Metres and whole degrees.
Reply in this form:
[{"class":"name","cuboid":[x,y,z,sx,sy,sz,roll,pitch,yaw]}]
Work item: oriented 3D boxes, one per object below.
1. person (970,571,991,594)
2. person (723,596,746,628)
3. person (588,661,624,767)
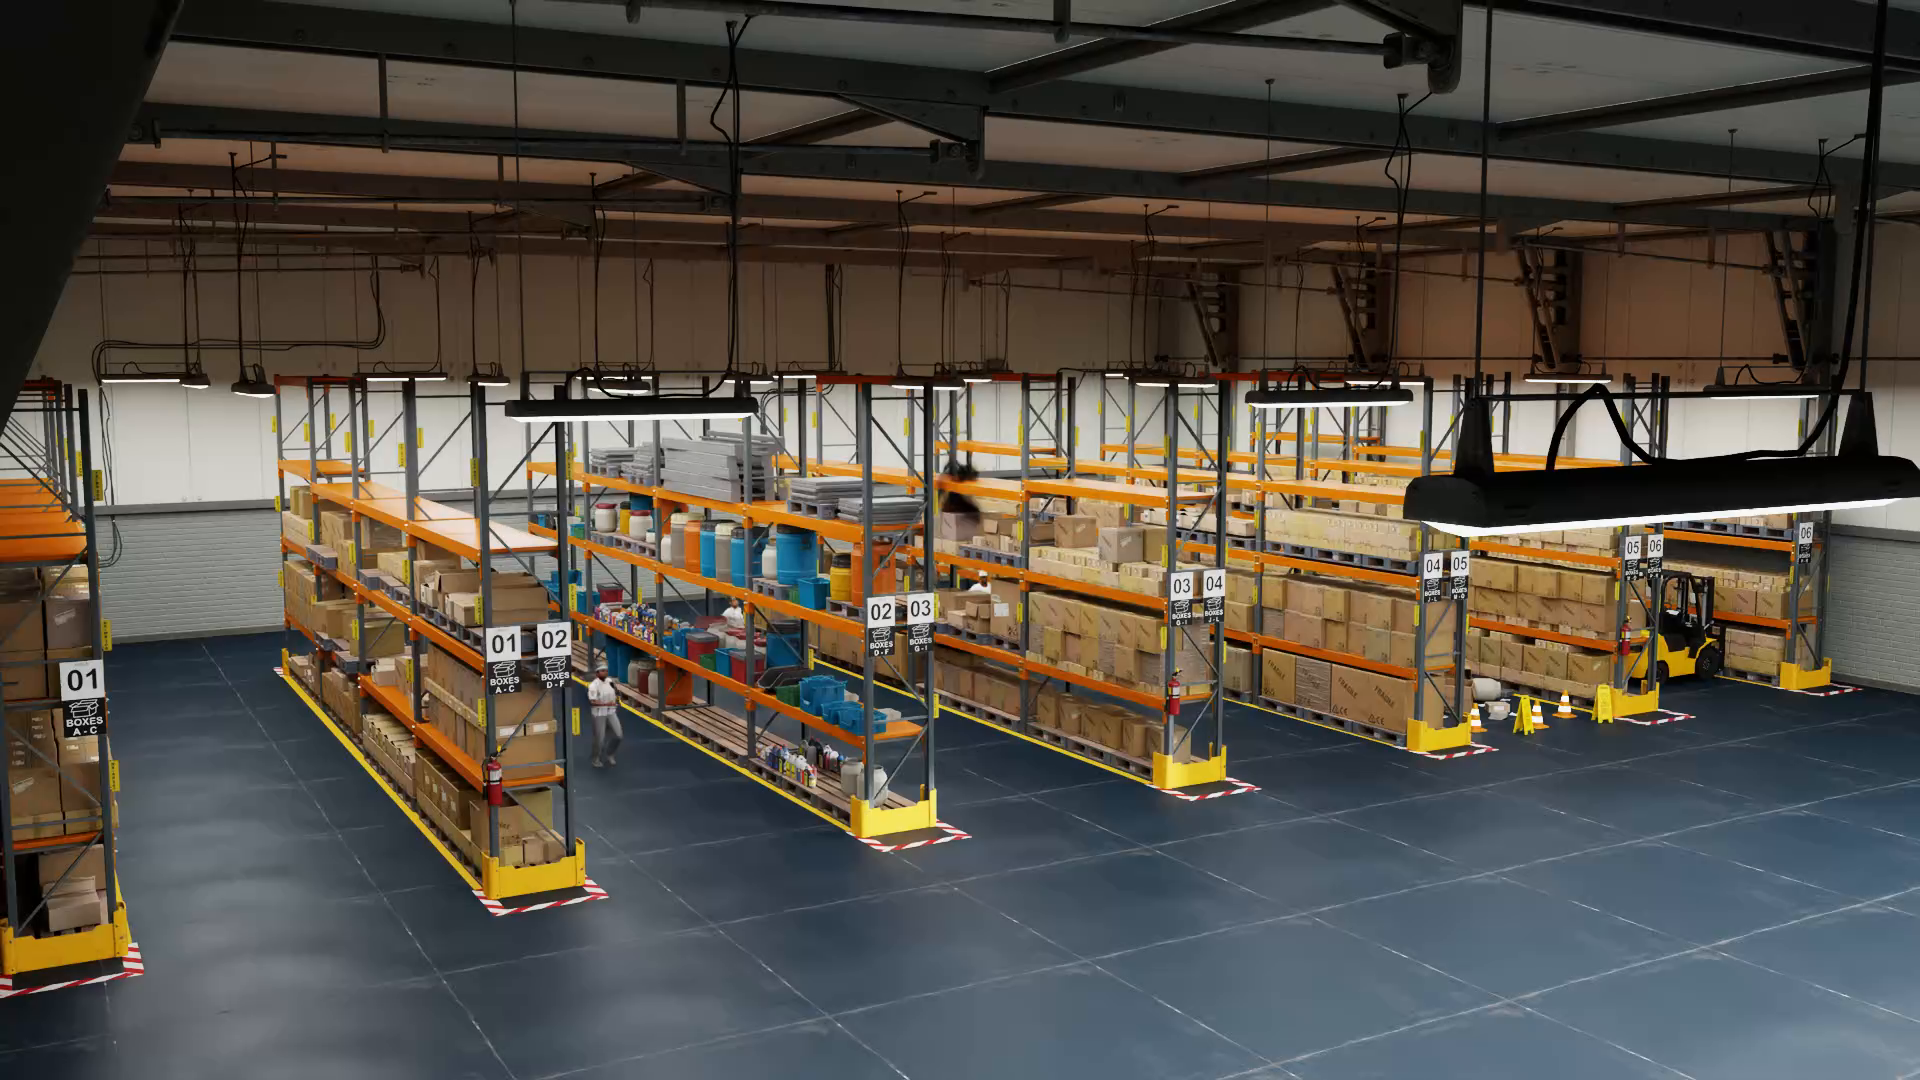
[{"class":"person","cuboid":[0.537,1.528,36.095,0.713,1.737,0.919,-3,7,-27]},{"class":"person","cuboid":[-4.447,1.887,33.113,0.607,1.651,0.558,-6,8,-41]},{"class":"person","cuboid":[-5.446,2.692,25.608,0.569,1.668,0.655,-6,9,-44]}]
